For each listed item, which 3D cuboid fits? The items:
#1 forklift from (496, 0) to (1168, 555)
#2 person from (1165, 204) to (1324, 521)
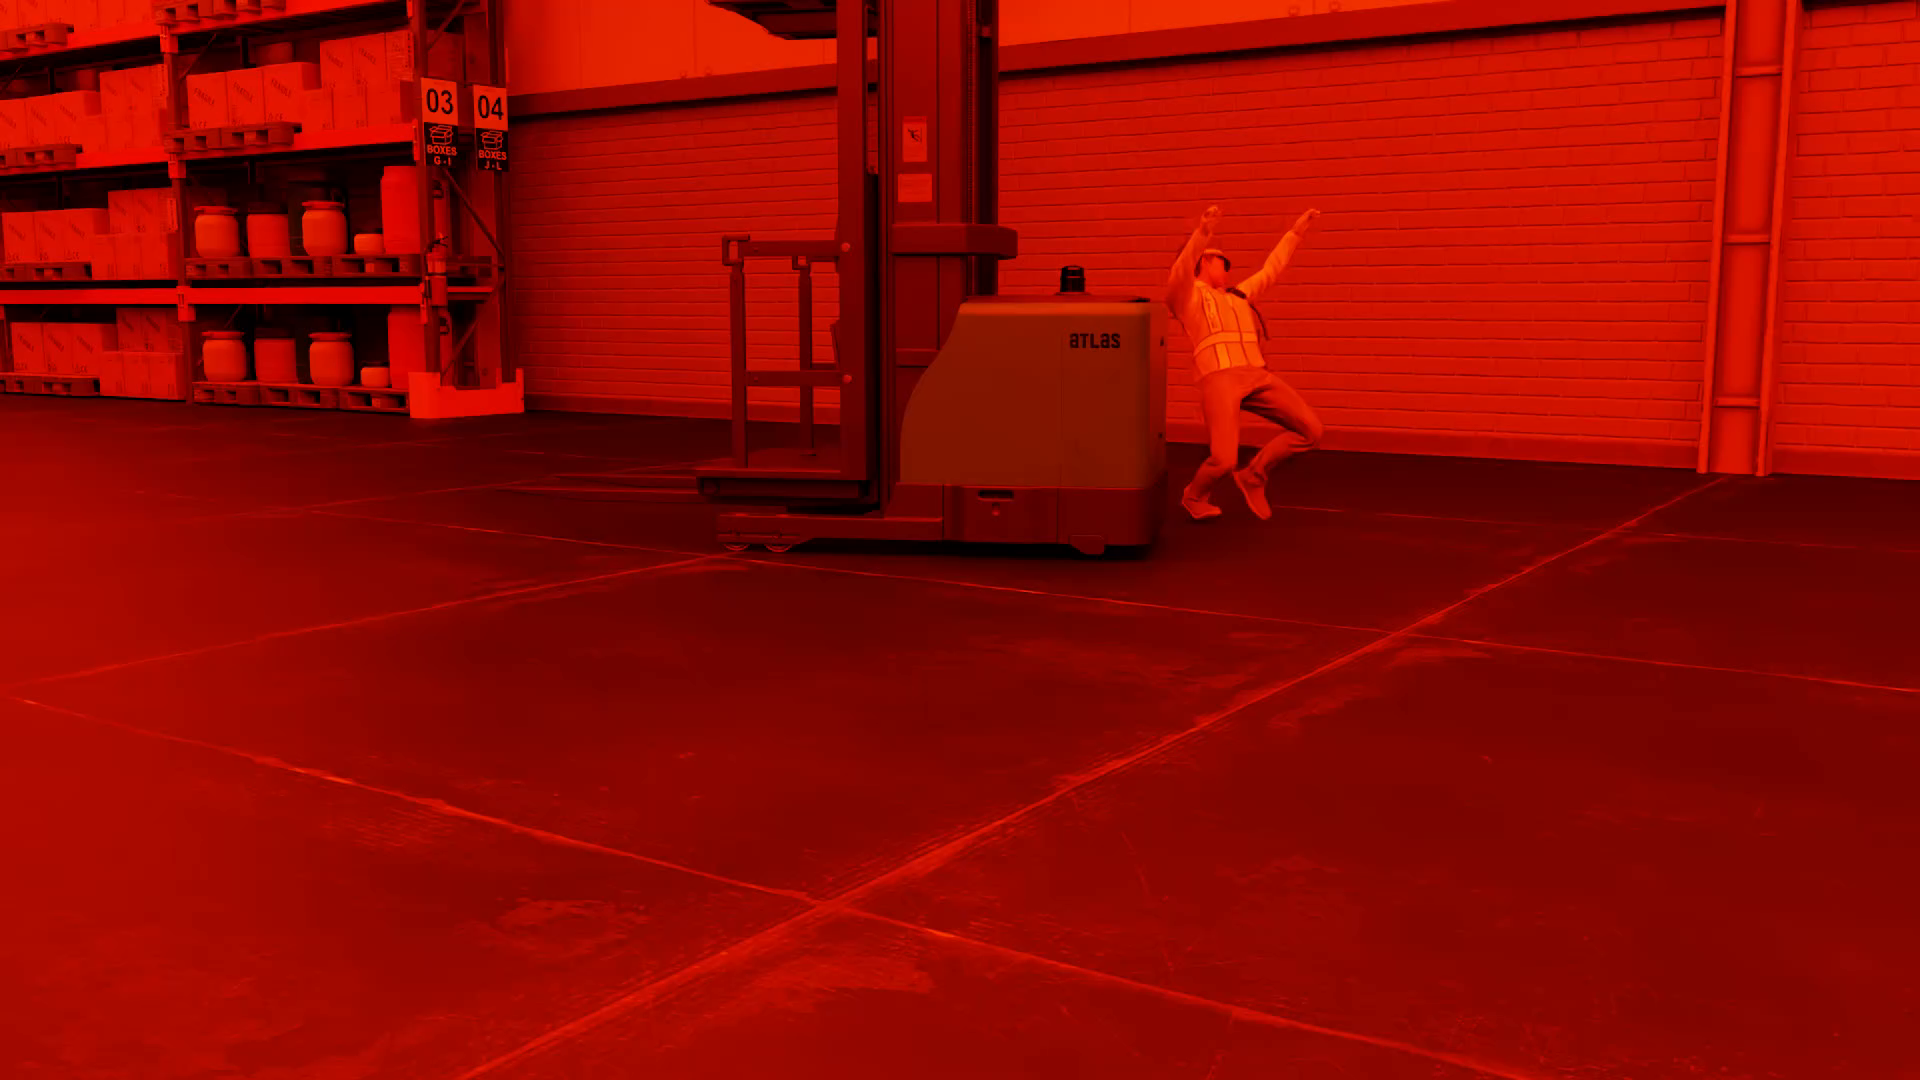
[{"bbox_3d":[-0.596,-1.469,7.520,3.031,2.935,1.130,2,8,12],"label":"forklift"},{"bbox_3d":[1.341,-0.850,8.148,0.876,1.540,0.755,-5,10,-33],"label":"person"}]
